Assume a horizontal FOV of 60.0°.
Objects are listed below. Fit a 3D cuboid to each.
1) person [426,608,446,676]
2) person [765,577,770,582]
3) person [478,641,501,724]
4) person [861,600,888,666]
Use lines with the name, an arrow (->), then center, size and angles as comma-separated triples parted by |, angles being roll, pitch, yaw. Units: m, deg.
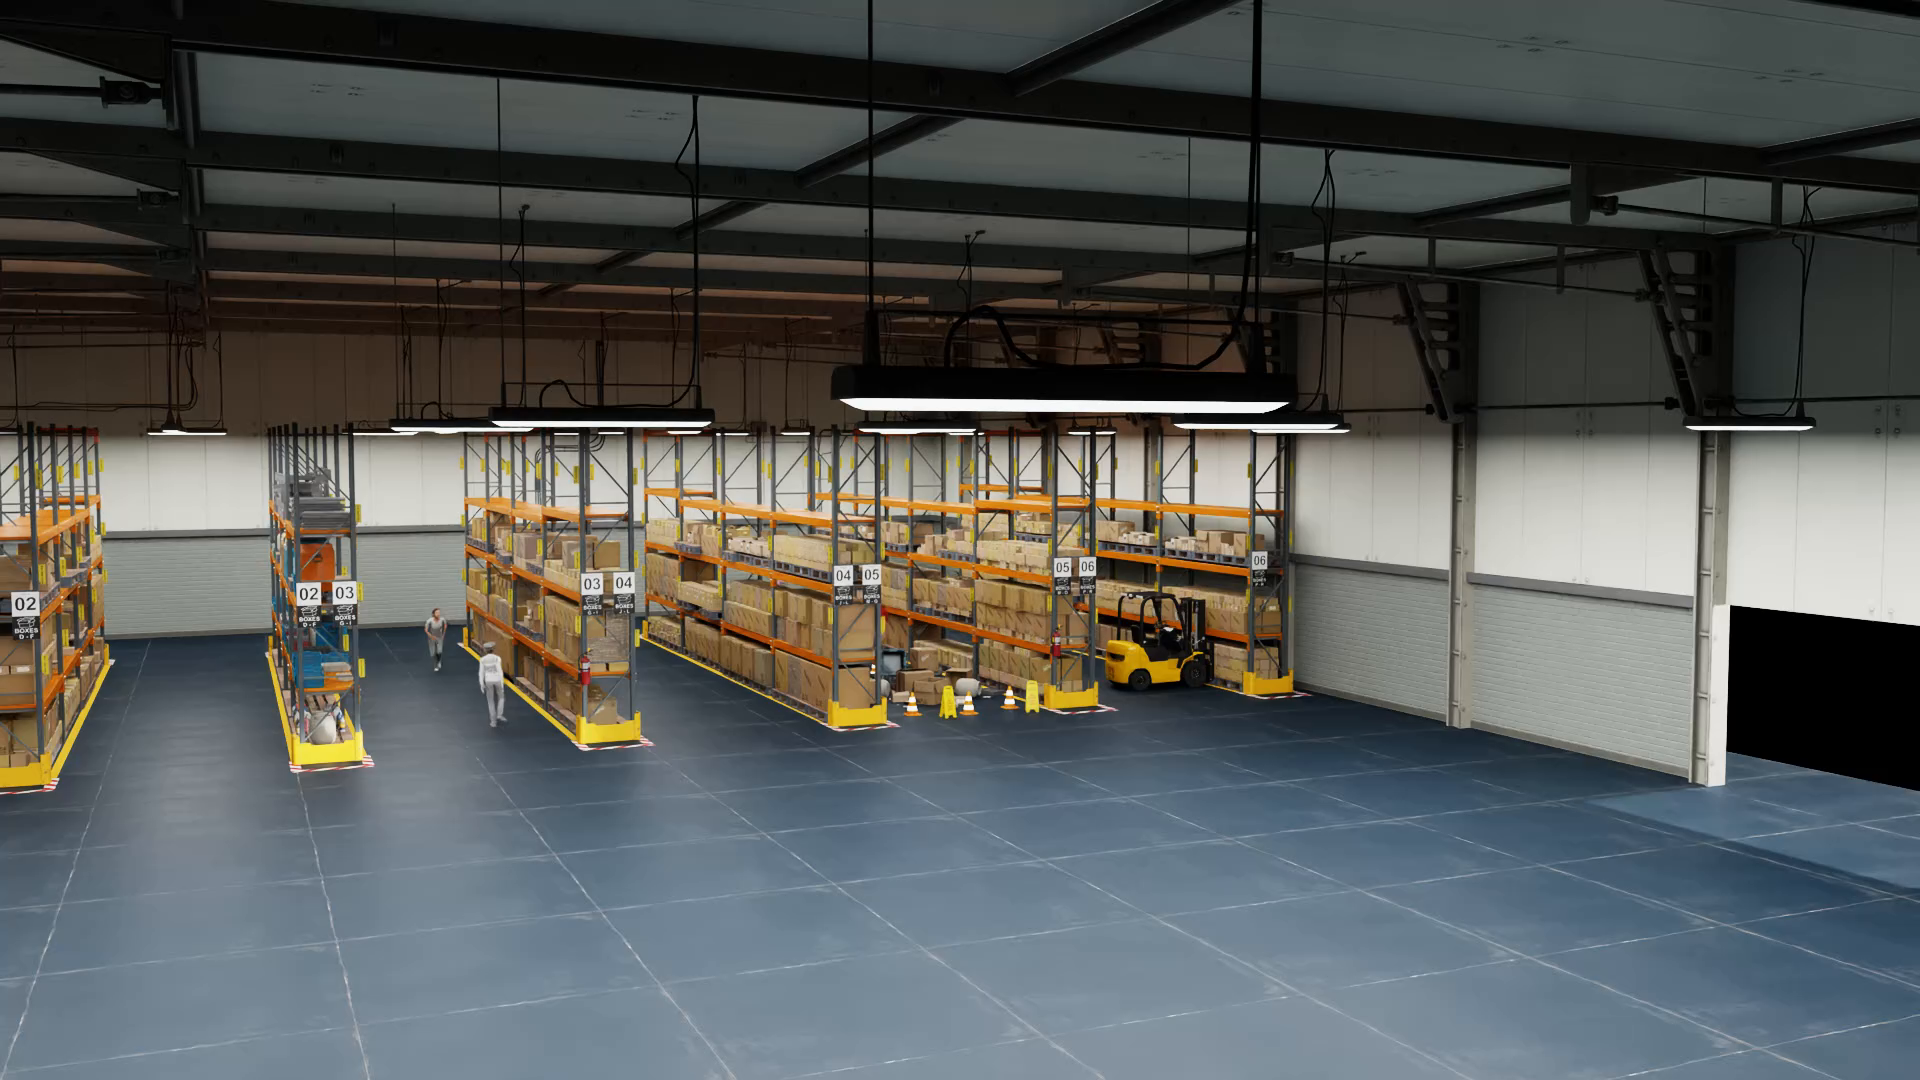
person -> -12.771, 2.450, 40.439 | 0.486, 1.647, 0.891 | -2, 4, -25
person -> -5.908, 1.783, 51.727 | 0.553, 1.644, 0.482 | -3, 5, -43
person -> -9.453, 2.840, 33.399 | 0.420, 1.620, 0.988 | -2, 4, -24
person -> -2.154, 2.320, 41.605 | 0.718, 1.744, 0.433 | 0, 3, 3
